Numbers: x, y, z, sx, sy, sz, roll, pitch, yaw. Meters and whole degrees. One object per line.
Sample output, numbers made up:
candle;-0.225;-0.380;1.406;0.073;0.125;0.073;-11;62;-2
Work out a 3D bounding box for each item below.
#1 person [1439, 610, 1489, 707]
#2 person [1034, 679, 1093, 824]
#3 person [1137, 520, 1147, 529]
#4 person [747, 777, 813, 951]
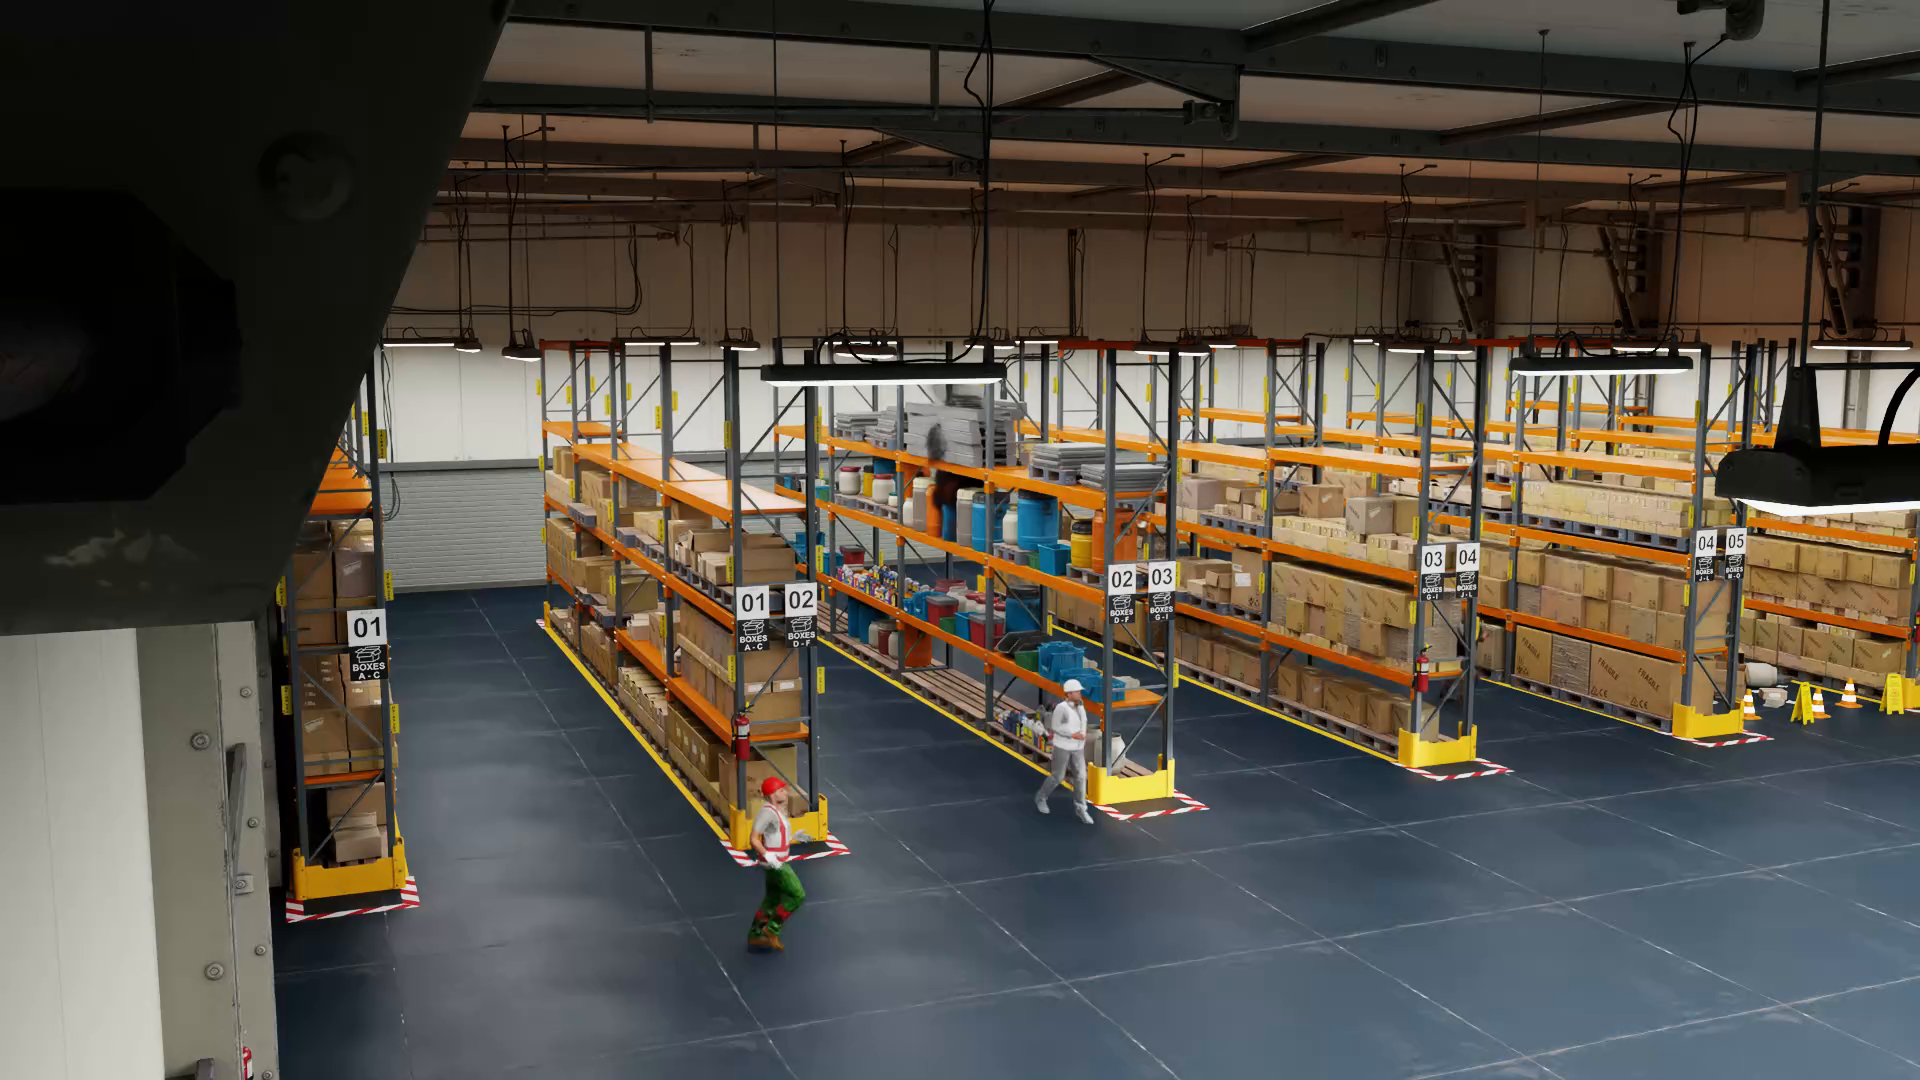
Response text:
person;8.283;1.935;27.429;0.647;1.694;0.926;-5;9;-34
person;1.407;2.680;21.353;0.690;1.819;0.837;-7;10;-43
person;4.378;0.145;40.930;0.679;1.748;0.802;2;8;17
person;-1.832;3.271;16.842;0.674;1.773;0.632;0;7;-3
